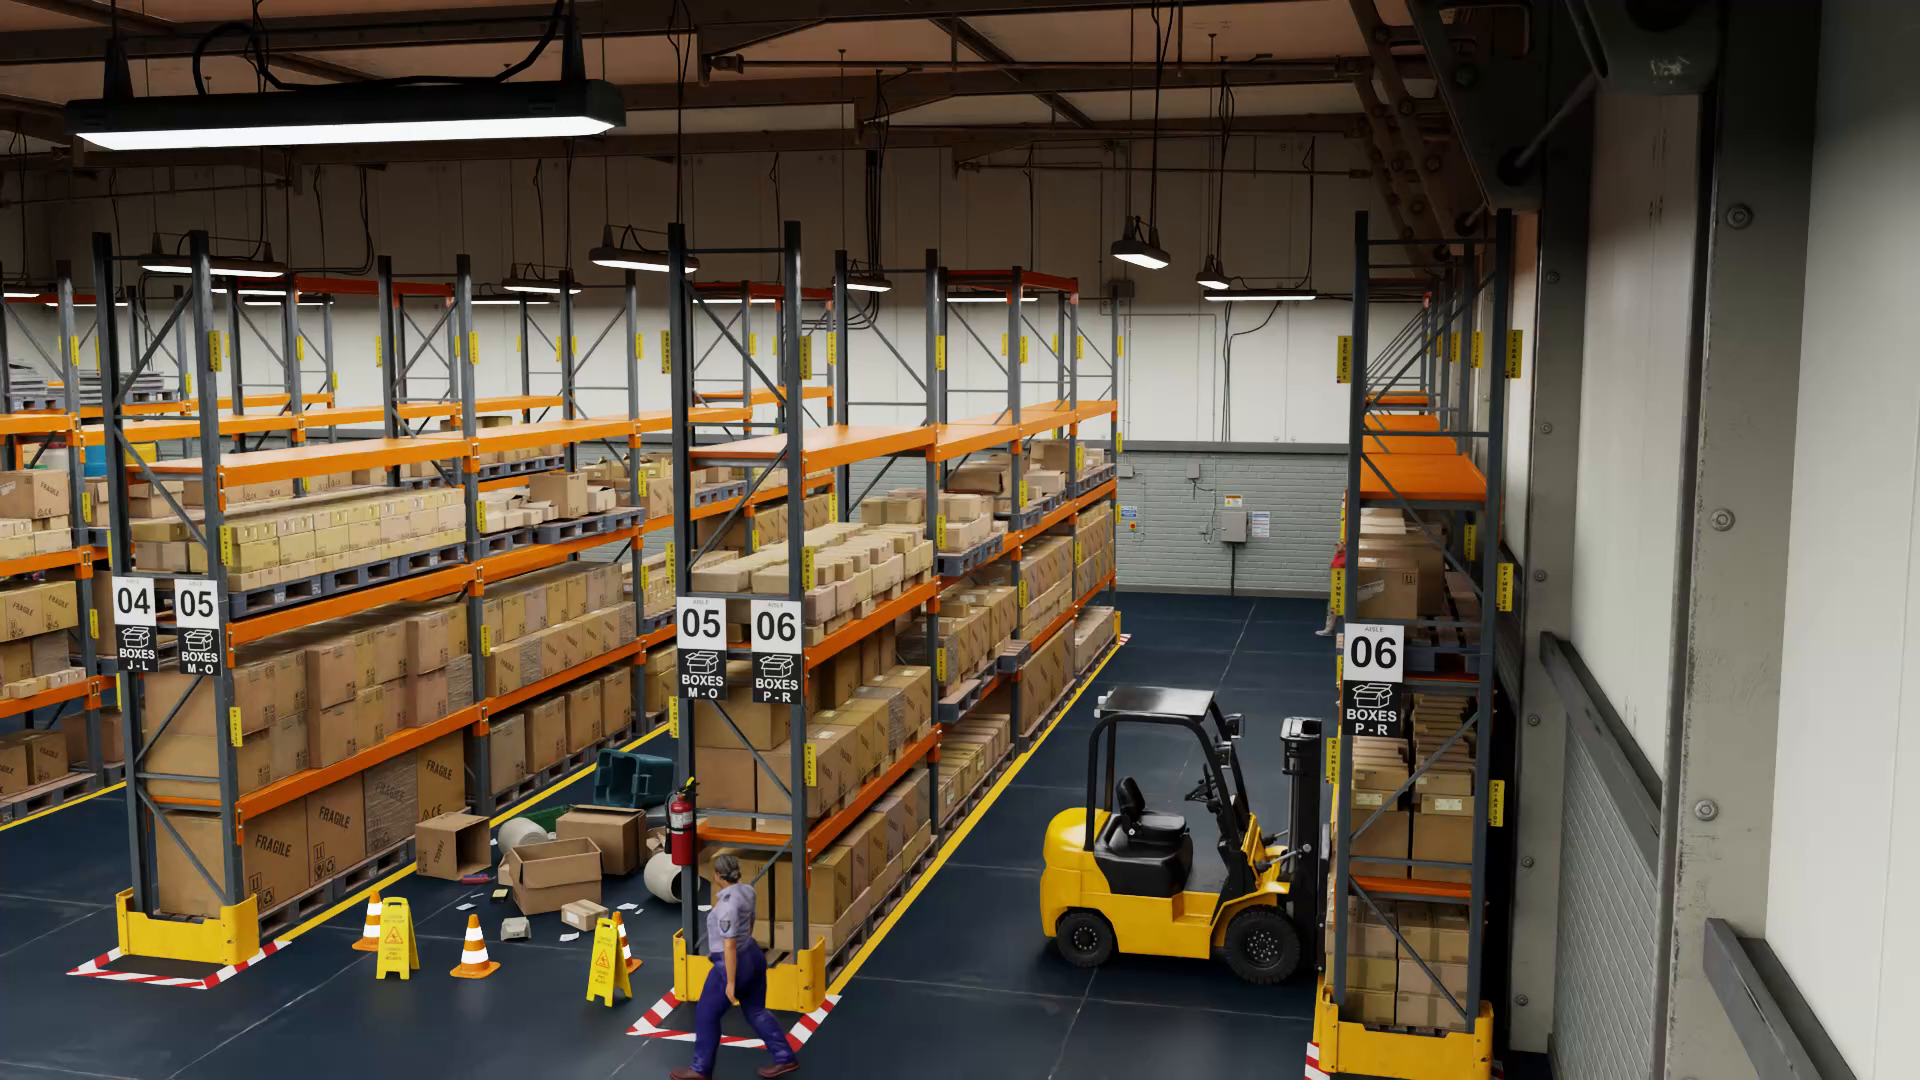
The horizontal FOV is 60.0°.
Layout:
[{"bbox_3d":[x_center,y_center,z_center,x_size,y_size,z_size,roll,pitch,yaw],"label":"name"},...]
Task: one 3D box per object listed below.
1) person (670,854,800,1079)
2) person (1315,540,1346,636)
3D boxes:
[{"bbox_3d":[-1.566,2.969,11.558,0.853,1.614,0.516,2,7,17],"label":"person"},{"bbox_3d":[6.650,0.818,28.733,0.986,1.684,0.516,1,7,8],"label":"person"}]
